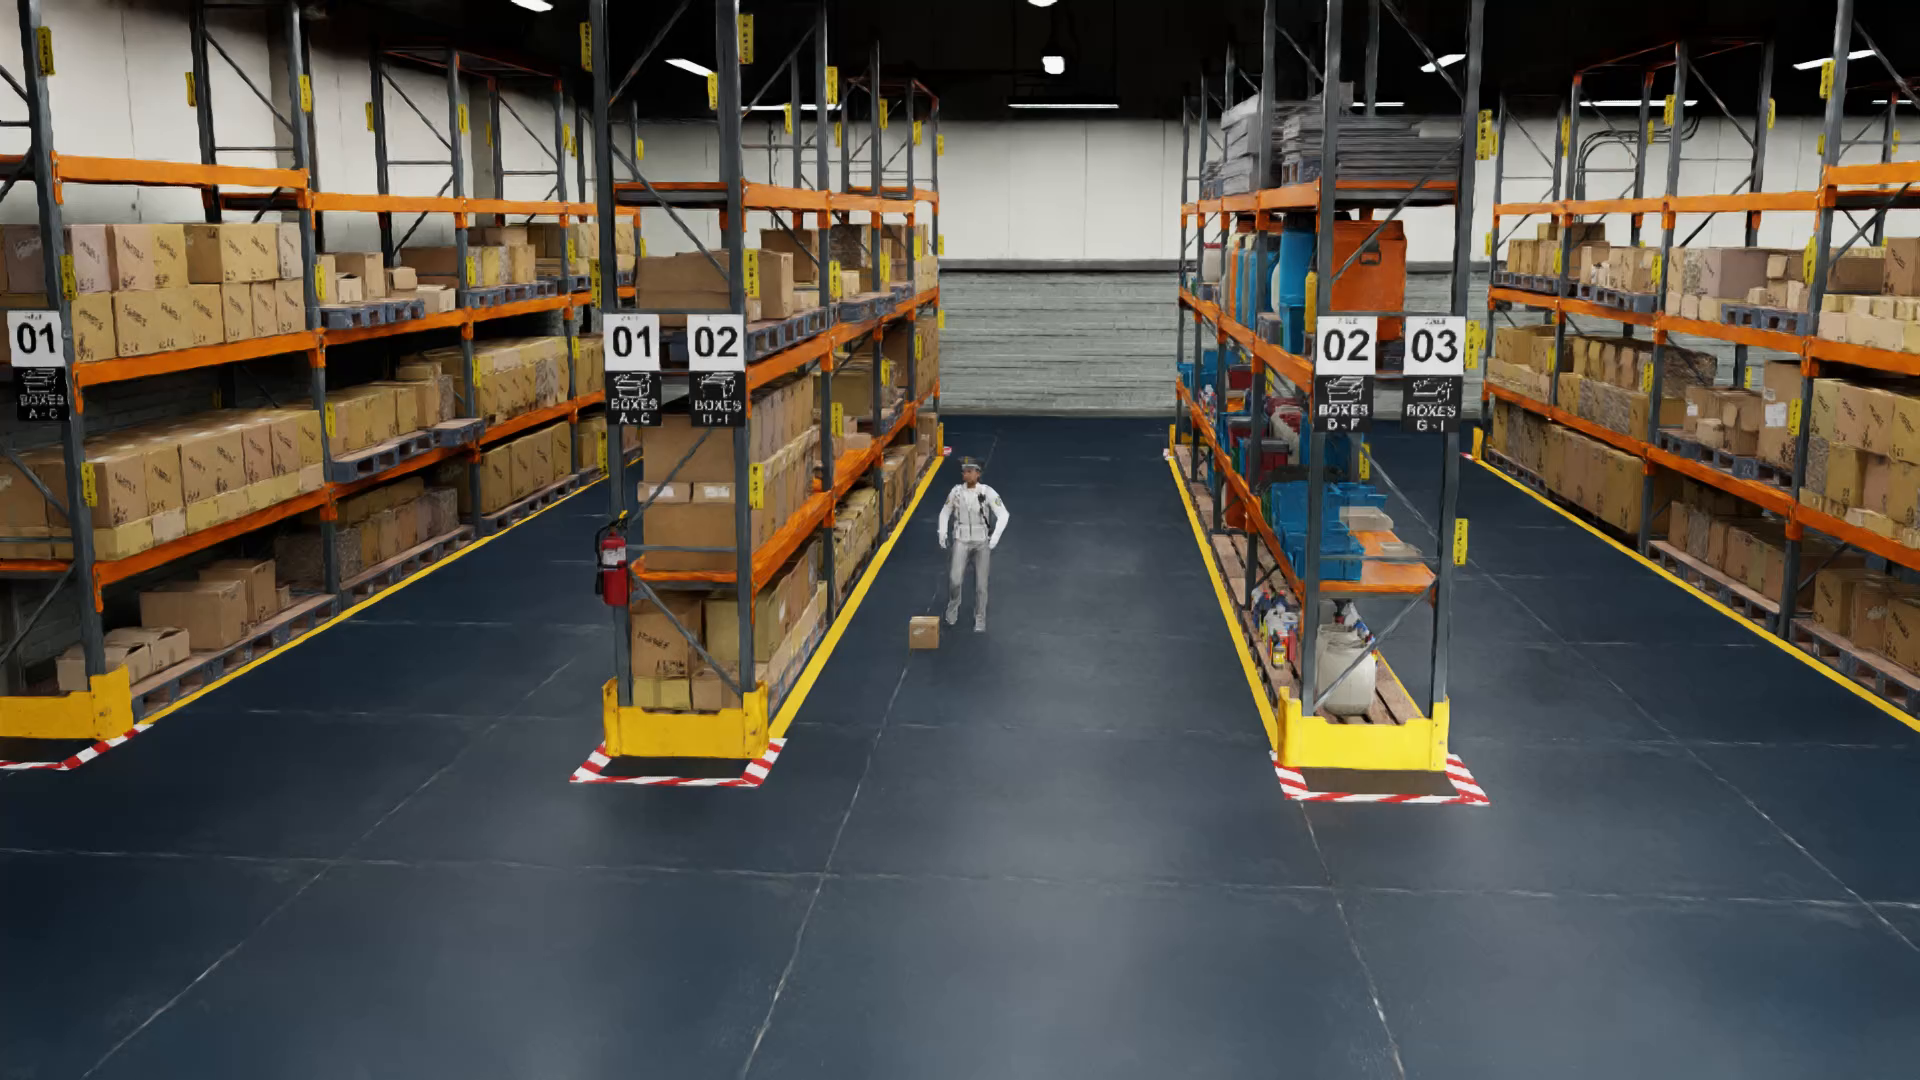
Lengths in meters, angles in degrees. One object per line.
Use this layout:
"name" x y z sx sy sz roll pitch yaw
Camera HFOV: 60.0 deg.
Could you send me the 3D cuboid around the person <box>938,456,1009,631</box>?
"person" 0.124 0.035 15.761 0.675 1.671 0.467 1 11 4
